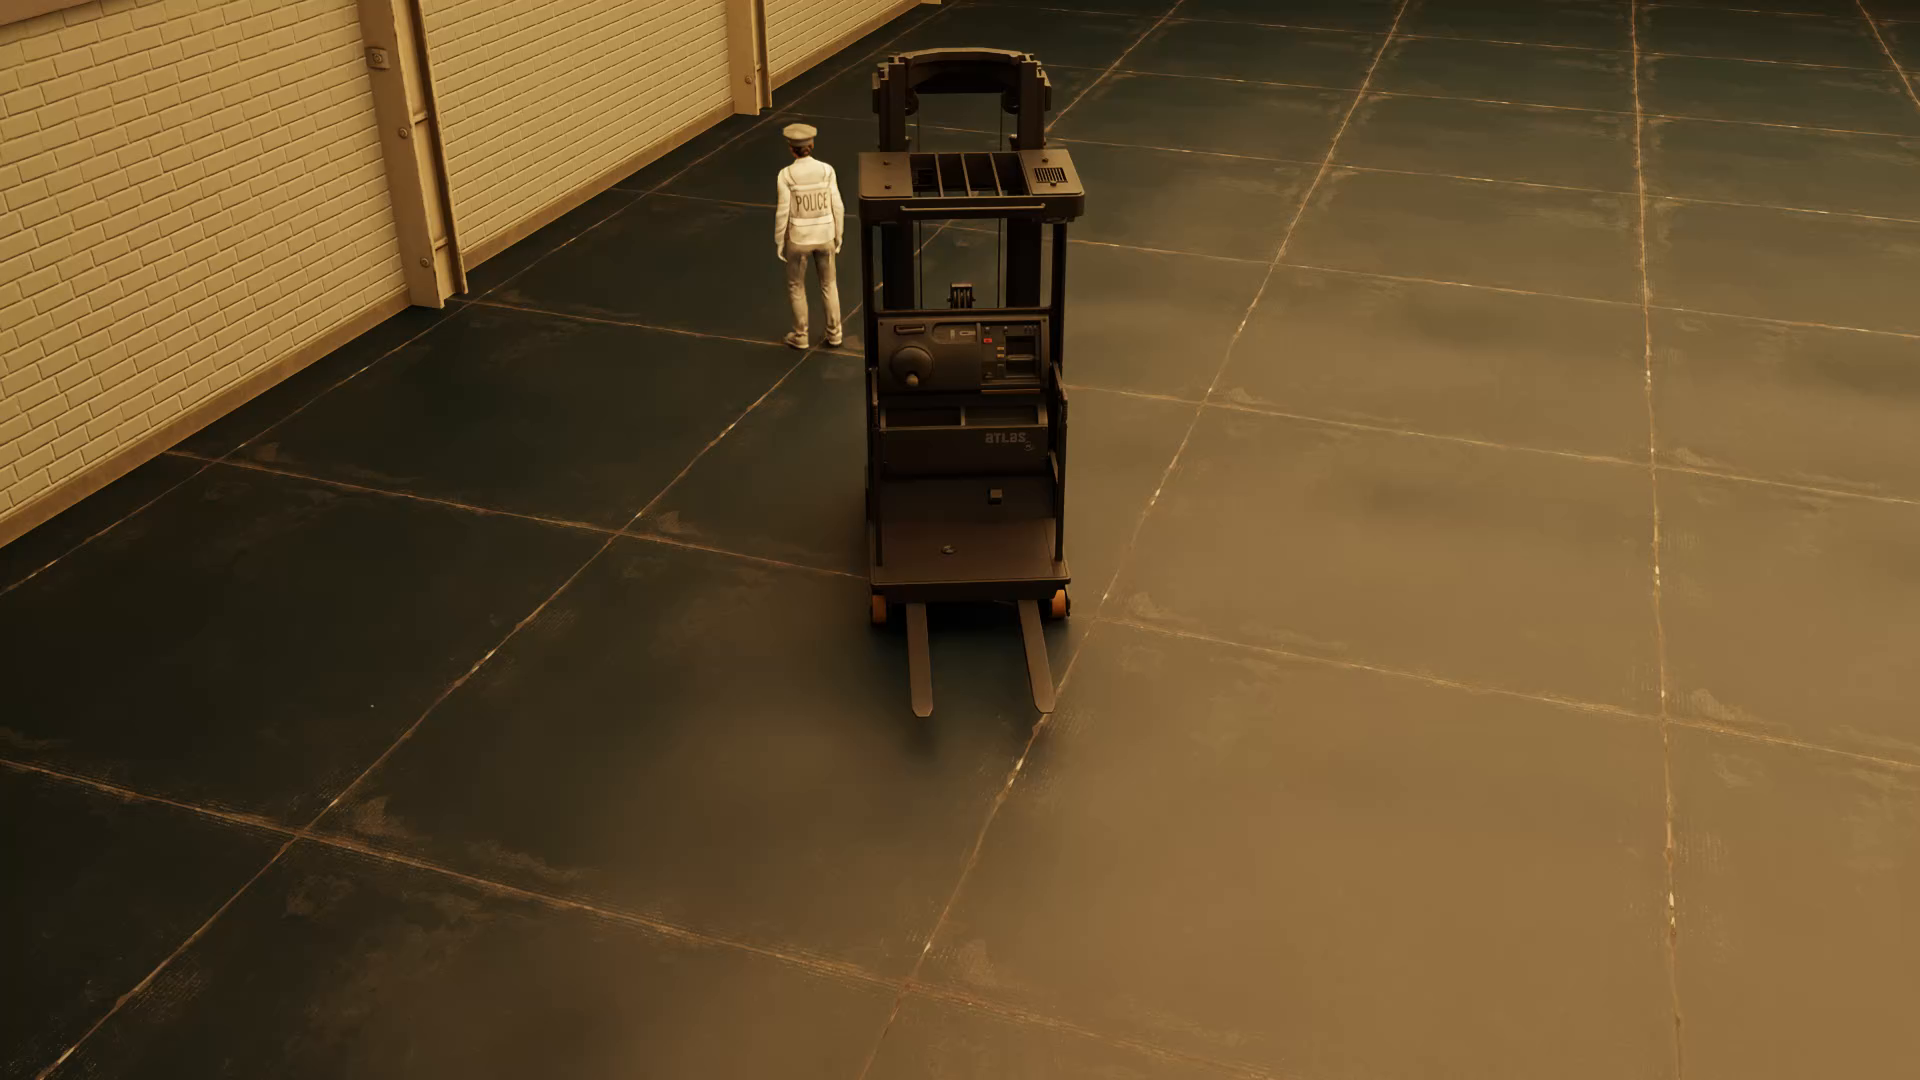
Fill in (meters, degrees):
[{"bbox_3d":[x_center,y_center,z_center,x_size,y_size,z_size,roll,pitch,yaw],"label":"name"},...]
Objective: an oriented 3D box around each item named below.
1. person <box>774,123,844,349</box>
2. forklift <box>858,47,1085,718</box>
[{"bbox_3d":[-1.118,-2.222,12.320,0.530,1.664,0.372,-10,31,-17],"label":"person"},{"bbox_3d":[0.030,-0.972,8.842,1.121,2.935,3.031,-2,30,-3],"label":"forklift"}]
